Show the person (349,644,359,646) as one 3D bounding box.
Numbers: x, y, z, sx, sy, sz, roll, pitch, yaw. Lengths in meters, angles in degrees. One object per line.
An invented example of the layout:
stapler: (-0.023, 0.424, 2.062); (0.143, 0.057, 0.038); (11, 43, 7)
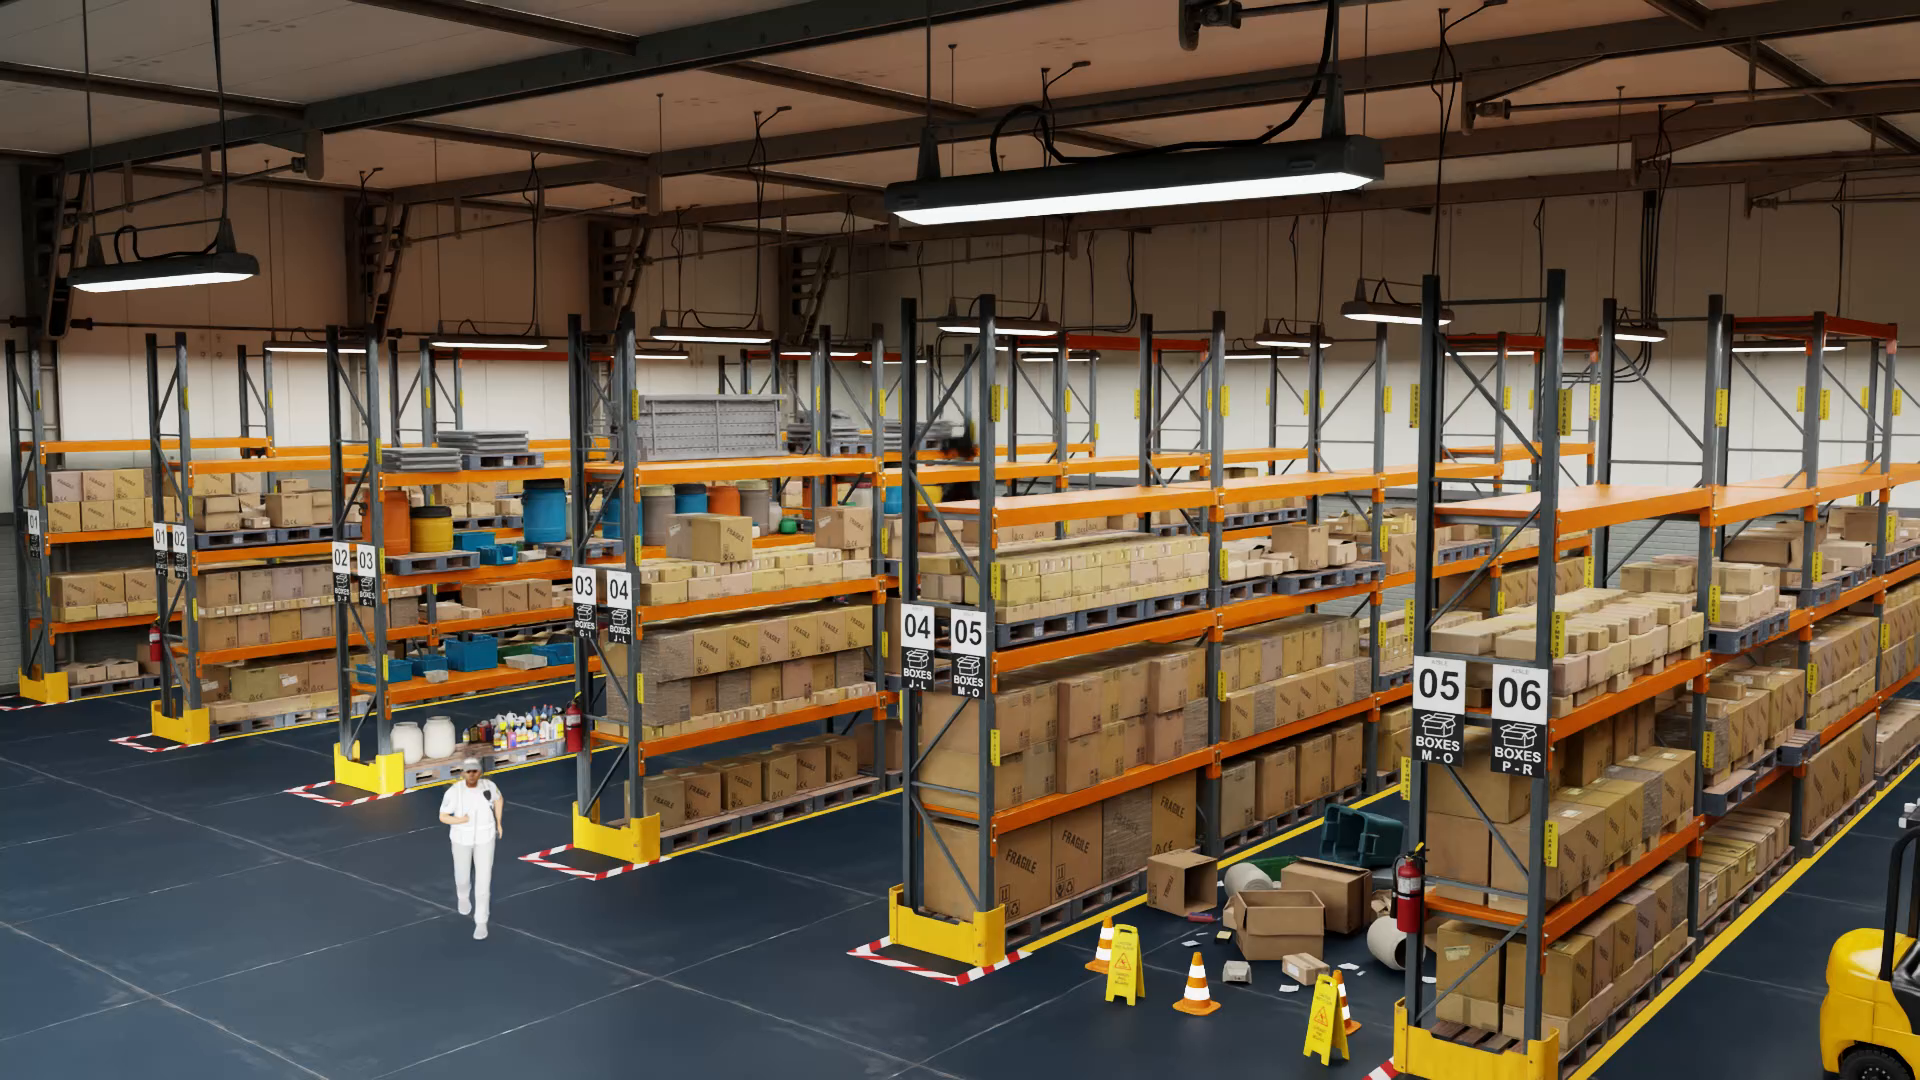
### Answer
person: (-10.568, 1.718, 28.932); (0.635, 1.770, 0.756); (3, 6, 32)

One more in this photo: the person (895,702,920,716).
person: (-0.845, 1.996, 25.091); (0.708, 1.777, 1.050); (3, 6, 28)

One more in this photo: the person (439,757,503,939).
person: (-4.669, 2.883, 15.928); (0.604, 1.656, 0.934); (-2, 5, -20)
